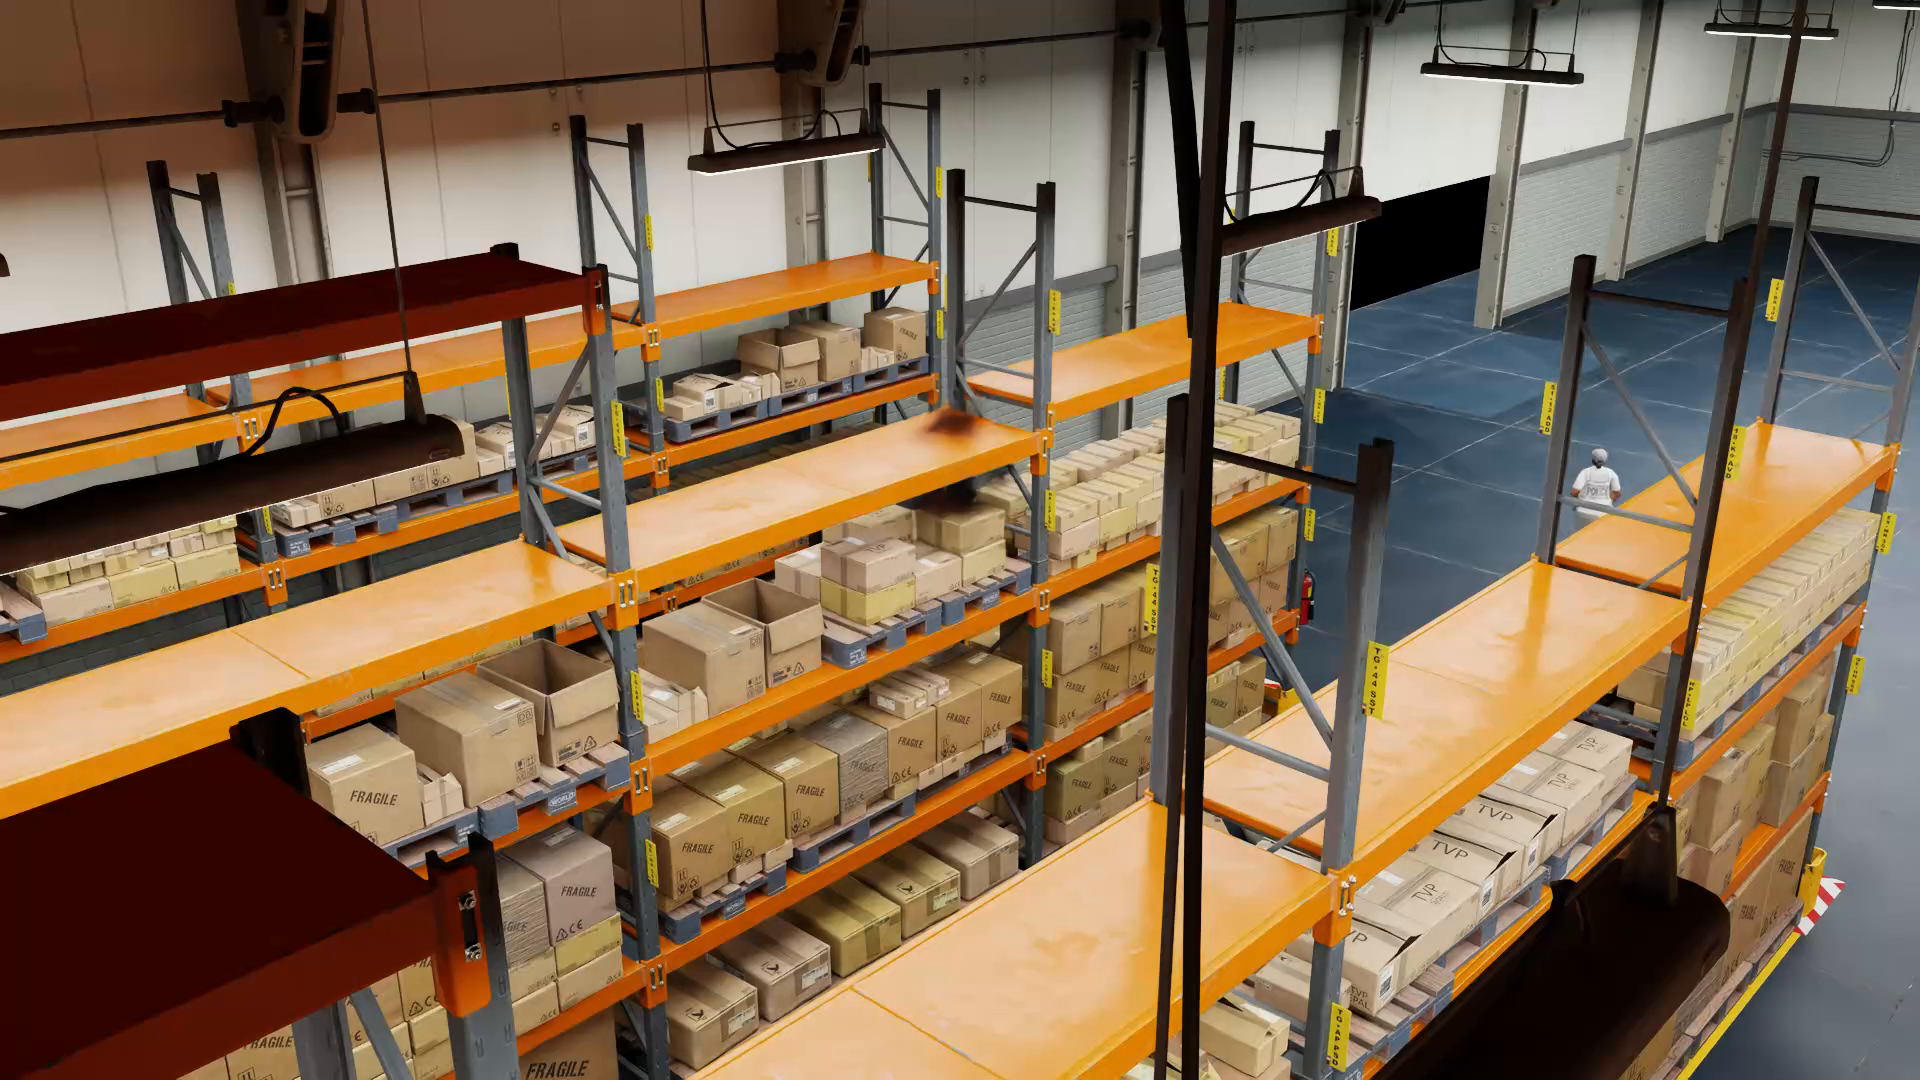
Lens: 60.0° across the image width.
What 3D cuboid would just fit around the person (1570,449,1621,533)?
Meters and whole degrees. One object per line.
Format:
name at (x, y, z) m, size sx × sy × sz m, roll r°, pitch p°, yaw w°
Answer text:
person at (7.848, -0.333, 20.662) m, size 0.600 × 1.641 × 0.596 m, roll 0°, pitch 21°, yaw 1°
